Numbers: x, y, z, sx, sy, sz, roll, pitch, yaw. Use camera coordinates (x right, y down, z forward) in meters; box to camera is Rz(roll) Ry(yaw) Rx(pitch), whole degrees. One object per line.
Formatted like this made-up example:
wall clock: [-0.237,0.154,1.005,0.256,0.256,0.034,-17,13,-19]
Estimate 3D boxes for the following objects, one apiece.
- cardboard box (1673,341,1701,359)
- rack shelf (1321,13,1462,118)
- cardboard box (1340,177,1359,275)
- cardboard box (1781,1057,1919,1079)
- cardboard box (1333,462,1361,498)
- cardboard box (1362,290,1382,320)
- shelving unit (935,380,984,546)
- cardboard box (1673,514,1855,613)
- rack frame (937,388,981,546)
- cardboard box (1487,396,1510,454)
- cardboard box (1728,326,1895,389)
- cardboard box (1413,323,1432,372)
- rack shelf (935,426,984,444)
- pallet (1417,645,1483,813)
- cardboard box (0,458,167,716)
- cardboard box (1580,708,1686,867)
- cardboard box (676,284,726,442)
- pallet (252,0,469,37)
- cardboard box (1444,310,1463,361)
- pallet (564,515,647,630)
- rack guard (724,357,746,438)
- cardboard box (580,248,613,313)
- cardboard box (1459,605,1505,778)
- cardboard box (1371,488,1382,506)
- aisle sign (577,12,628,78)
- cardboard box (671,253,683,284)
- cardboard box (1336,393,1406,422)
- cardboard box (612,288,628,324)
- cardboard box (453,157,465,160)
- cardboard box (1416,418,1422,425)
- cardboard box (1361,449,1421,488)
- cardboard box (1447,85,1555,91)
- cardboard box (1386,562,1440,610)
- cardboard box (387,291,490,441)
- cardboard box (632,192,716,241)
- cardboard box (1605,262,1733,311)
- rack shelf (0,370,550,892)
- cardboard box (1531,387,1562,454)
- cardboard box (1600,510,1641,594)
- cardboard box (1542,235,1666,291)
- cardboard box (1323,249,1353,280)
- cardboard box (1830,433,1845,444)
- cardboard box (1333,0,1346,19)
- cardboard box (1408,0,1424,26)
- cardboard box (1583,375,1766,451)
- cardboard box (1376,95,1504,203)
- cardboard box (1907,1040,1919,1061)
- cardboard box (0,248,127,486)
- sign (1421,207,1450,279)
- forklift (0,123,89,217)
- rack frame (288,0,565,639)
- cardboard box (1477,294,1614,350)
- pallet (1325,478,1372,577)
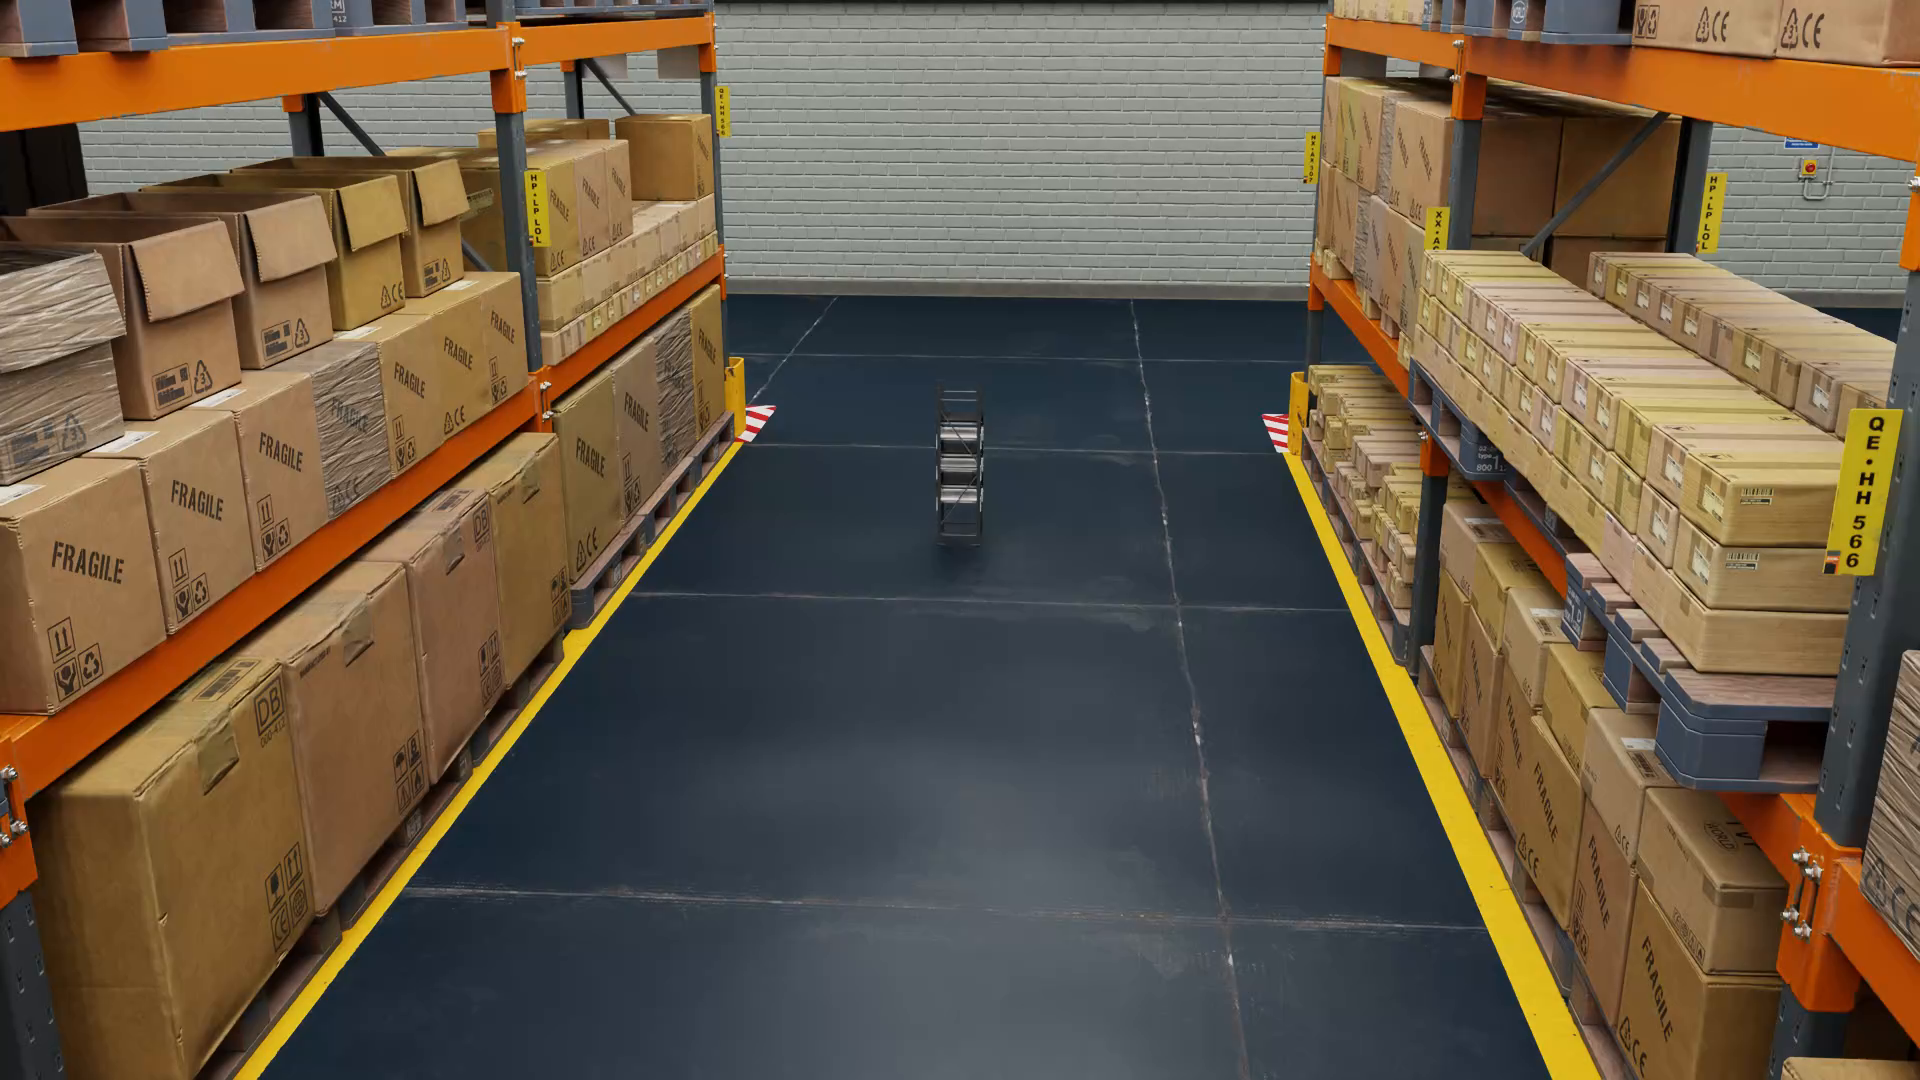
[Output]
cardboard box: [2.632,-0.577,5.619,0.380,0.149,0.250,0,18,1]
rack shelf: [2.680,-2.513,8.614,1.077,0.370,4.000,1,18,4]
cardboard box: [2.455,-1.788,9.424,0.500,0.500,0.500,2,18,5]
cardboard box: [2.117,1.490,2.996,1.050,0.750,0.750,1,18,3]
cardboard box: [2.363,-0.346,9.566,0.380,0.149,0.250,0,18,1]
cardboard box: [2.364,-1.270,8.886,0.380,0.149,0.250,2,18,5]
shelving unit: [0.001,-0.430,9.291,0.258,0.900,0.210,1,18,4]
cardboard box: [1.832,0.049,3.709,0.380,0.149,0.250,2,18,5]
rack frame: [-0.007,-0.399,9.194,0.240,0.900,0.006,1,18,4]
cardboard box: [1.962,-0.371,5.467,0.380,0.149,0.250,1,18,3]
cardboard box: [2.591,-0.554,5.070,0.380,0.149,0.250,1,18,3]
cardboard box: [2.050,-0.777,6.705,0.380,0.149,0.250,0,18,1]
rack shelf: [0.001,-0.570,9.245,0.258,0.077,0.200,1,18,4]
pallet: [2.483,0.758,6.770,1.003,0.211,1.213,1,18,4]
cardboard box: [-2.383,0.099,4.142,0.500,0.500,0.500,2,18,6]
cardboard box: [2.063,0.690,4.635,0.500,0.250,0.500,2,18,5]
cardboard box: [-2.082,-1.182,10.952,0.875,0.875,0.875,1,18,4]
pallet: [-2.419,-1.999,6.197,0.805,0.209,1.217,1,18,2]
cardboard box: [2.015,-0.757,6.168,0.380,0.149,0.250,2,18,5]
pallet: [-2.270,0.140,8.657,1.003,0.211,1.213,1,18,4]
rack guard: [-2.114,-1.013,11.710,1.175,0.500,0.348,1,18,4]
cardboard box: [-2.067,-1.315,8.383,0.500,0.250,0.500,1,18,4]
cardboard box: [2.183,0.568,6.213,0.500,0.500,0.500,2,18,6]
cardboard box: [2.366,-0.223,8.712,0.380,0.149,0.250,2,18,5]
aisle sign: [-2.410,-3.457,10.982,0.394,0.787,0.004,1,18,4]
cardboard box: [-1.885,-1.638,10.009,0.380,0.149,0.250,1,18,3]
cardboard box: [2.467,-0.781,9.937,0.380,0.149,0.250,0,18,1]
cardboard box: [-1.978,-1.240,8.794,0.380,0.149,0.250,1,18,3]
cardboard box: [-2.637,-1.526,7.821,0.500,0.500,0.500,2,18,5]
cardboard box: [2.913,-0.624,9.937,0.380,0.149,0.250,1,18,3]
cardboard box: [2.316,-0.375,8.699,0.380,0.149,0.250,0,18,1]
cardboard box: [2.975,-2.248,9.223,0.500,0.500,0.500,2,18,7]
cardboard box: [2.225,0.217,7.847,0.380,0.149,0.250,2,18,5]
cardboard box: [-2.206,-0.693,6.561,0.500,0.500,0.500,2,18,6]
cardboard box: [-1.886,-2.107,10.798,0.500,0.250,0.500,1,18,3]
cardboard box: [2.685,-0.959,6.306,0.380,0.149,0.250,1,18,2]
rack shelf: [-2.546,0.012,5.723,1.077,0.370,4.000,1,18,4]
cardboard box: [1.922,-0.352,4.931,0.380,0.149,0.250,2,18,5]
cardboard box: [1.865,0.033,4.234,0.380,0.149,0.250,2,18,5]
cardboard box: [2.824,-1.146,7.464,0.500,0.500,0.500,1,18,3]
cardboard box: [2.424,-1.676,10.124,0.380,0.149,0.250,1,18,2]
cardboard box: [2.536,-0.179,4.403,0.380,0.149,0.250,1,18,4]
cardboard box: [2.537,-3.271,10.013,0.500,0.250,0.500,2,18,6]
cardboard box: [2.350,-2.476,7.586,0.500,0.250,0.500,1,18,4]
cardboard box: [1.883,-0.334,4.398,0.380,0.149,0.250,2,18,6]
cardboard box: [2.384,-1.944,8.294,0.500,0.500,0.500,2,18,5]
cardboard box: [2.555,1.208,4.259,0.500,0.500,0.500,1,18,2]
cardboard box: [-2.621,-0.459,4.236,0.797,0.503,0.637,2,18,6]
sign: [1.995,-1.230,6.968,0.100,0.325,0.005,1,18,4]
forklift: [-5.230,-1.207,8.398,1.130,2.935,3.031,10,21,28]
rack frame: [-2.403,-0.951,7.507,1.000,3.000,0.127,1,18,4]
cardboard box: [1.977,-0.736,5.626,0.380,0.149,0.250,1,18,3]
pallet: [2.635,-0.073,9.306,1.003,0.211,1.213,1,18,4]
